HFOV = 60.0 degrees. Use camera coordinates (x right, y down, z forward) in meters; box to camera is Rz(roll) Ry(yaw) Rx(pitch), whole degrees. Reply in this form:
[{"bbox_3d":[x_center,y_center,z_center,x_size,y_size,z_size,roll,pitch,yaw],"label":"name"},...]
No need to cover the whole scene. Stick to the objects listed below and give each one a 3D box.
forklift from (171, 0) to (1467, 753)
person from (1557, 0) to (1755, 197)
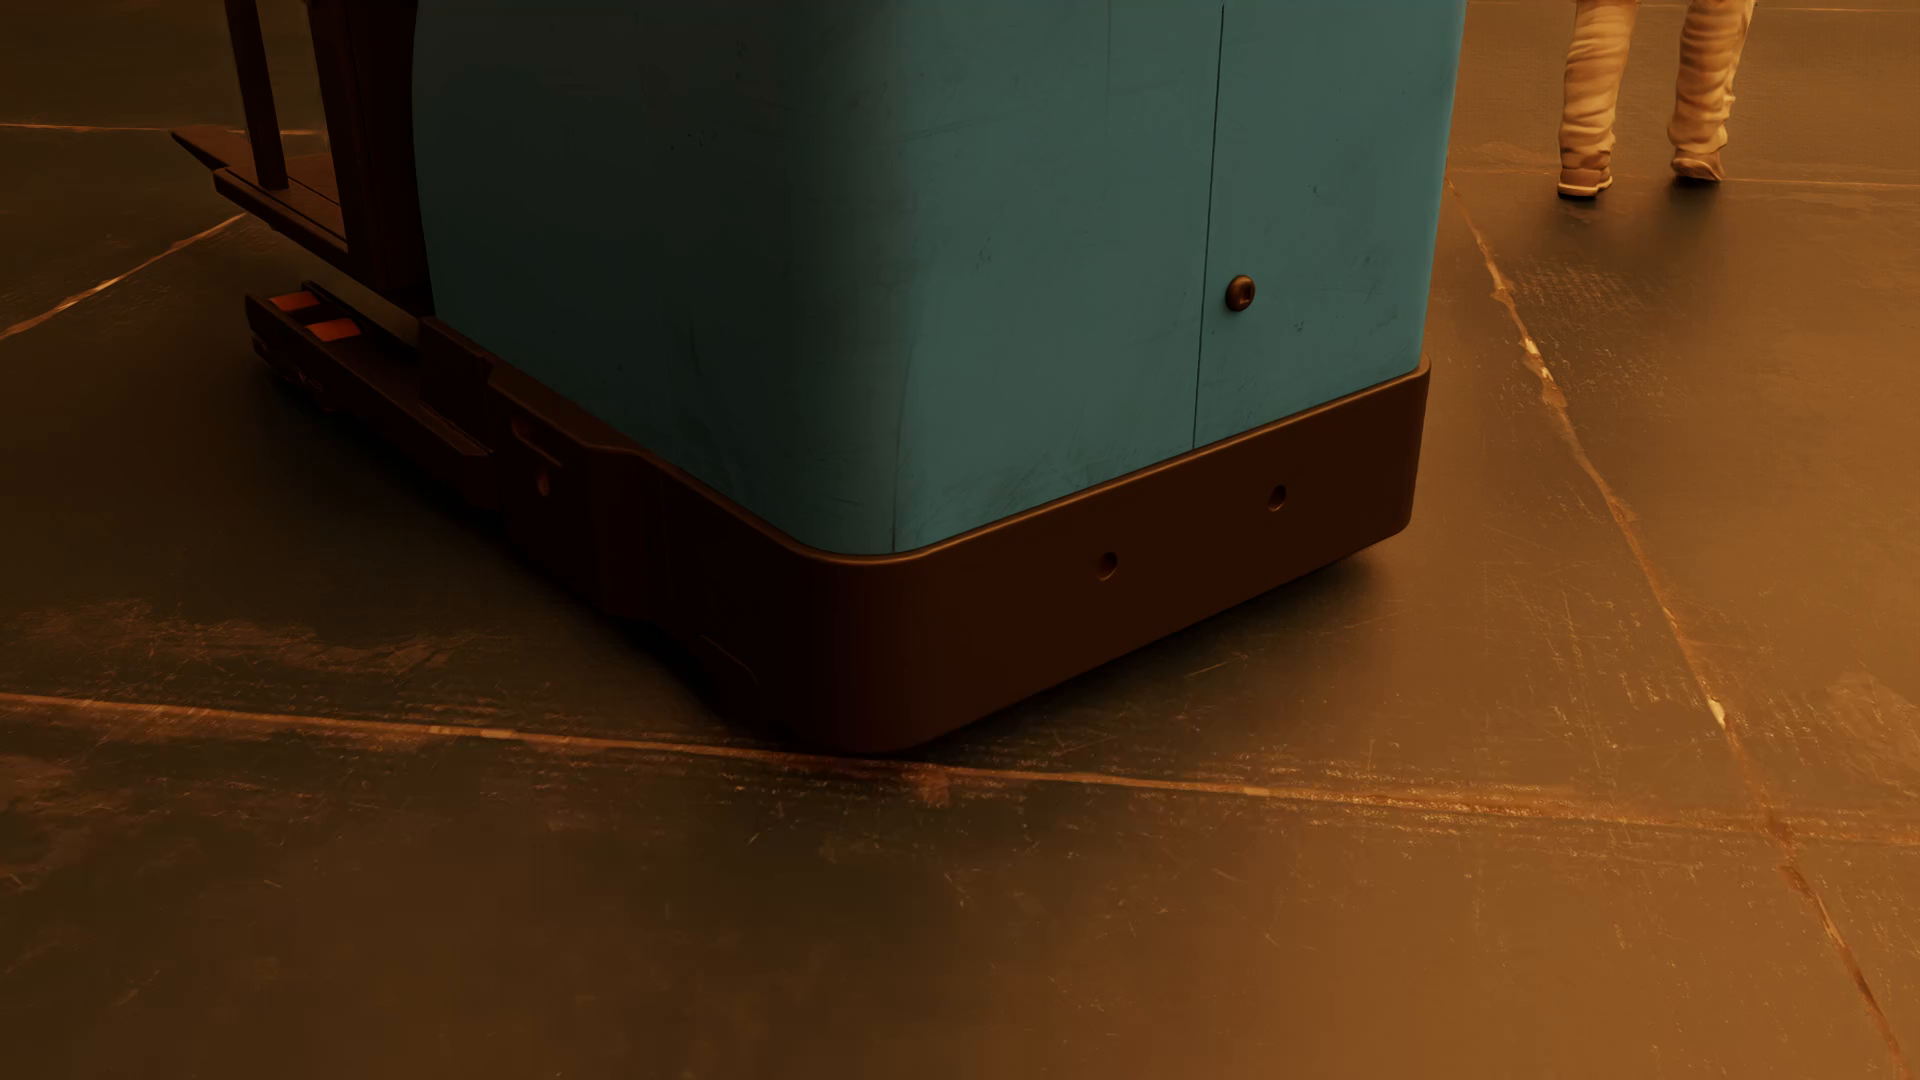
[{"bbox_3d":[-0.663,-1.661,2.547,1.130,2.935,3.031,-20,33,-34],"label":"forklift"},{"bbox_3d":[1.773,-1.651,4.048,0.907,1.694,0.564,15,30,27],"label":"person"}]
